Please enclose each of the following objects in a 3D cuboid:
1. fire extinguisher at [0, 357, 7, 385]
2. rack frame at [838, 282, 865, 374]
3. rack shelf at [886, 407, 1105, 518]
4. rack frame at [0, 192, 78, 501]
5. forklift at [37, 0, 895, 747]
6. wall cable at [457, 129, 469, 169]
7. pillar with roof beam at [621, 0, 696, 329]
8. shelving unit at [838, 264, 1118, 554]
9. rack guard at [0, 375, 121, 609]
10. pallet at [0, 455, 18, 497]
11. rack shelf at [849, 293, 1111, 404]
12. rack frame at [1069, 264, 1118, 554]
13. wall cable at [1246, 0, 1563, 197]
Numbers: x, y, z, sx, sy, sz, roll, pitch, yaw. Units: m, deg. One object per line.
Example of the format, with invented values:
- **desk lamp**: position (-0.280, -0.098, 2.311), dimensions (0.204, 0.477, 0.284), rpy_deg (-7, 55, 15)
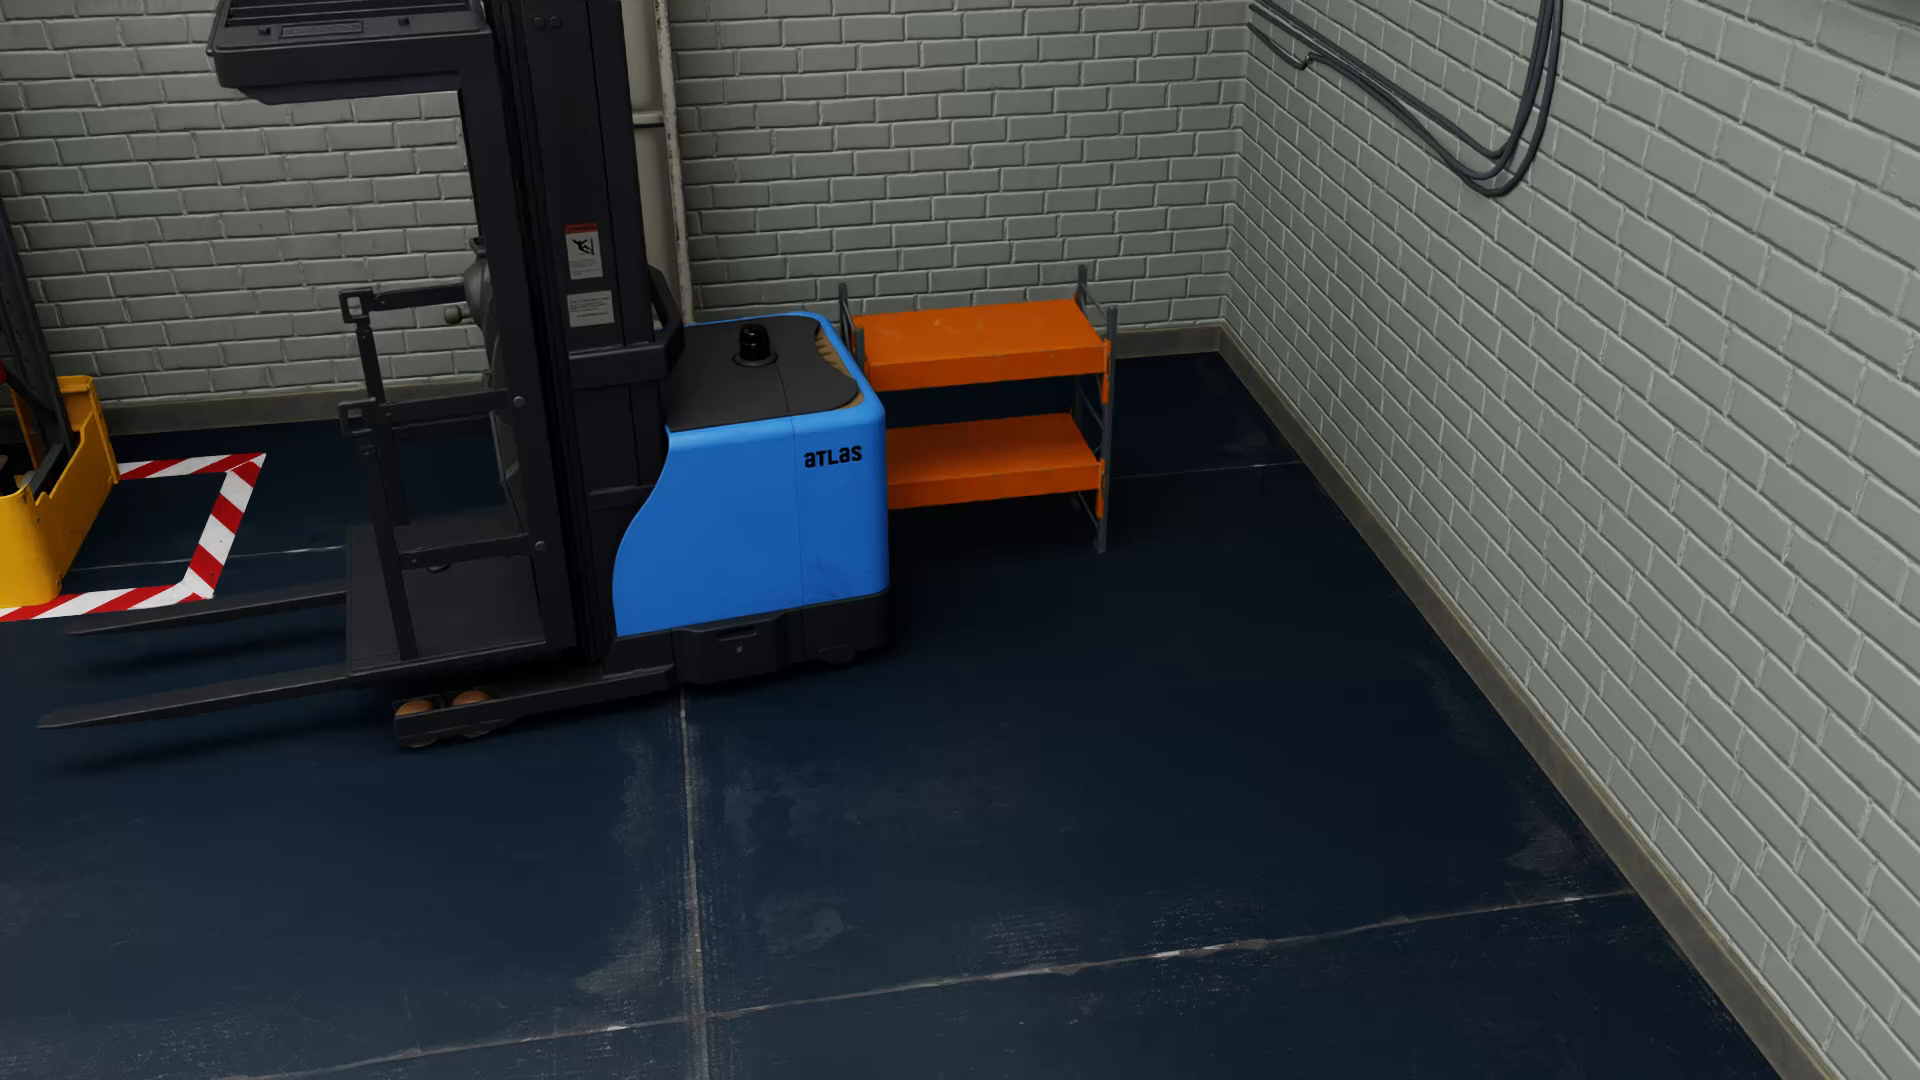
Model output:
- **fire extinguisher**: position (-3.776, -0.895, 6.257), dimensions (0.183, 0.674, 0.296), rpy_deg (-5, 31, -9)
- **rack frame**: position (-0.434, -0.448, 6.902), dimensions (0.032, 1.125, 0.500), rpy_deg (-6, 31, -10)
- **rack shelf**: position (0.064, -0.289, 7.115), dimensions (1.000, 0.278, 0.538), rpy_deg (-6, 31, -10)
- **rack frame**: position (-4.008, -1.305, 6.511), dimensions (0.127, 3.000, 1.000), rpy_deg (-5, 31, -9)
- **forklift**: position (-1.830, -0.820, 5.752), dimensions (3.031, 2.935, 1.130), rpy_deg (-9, 32, -15)
- **wall cable**: position (-2.918, -2.332, 7.254), dimensions (1.851, 1.984, 0.084), rpy_deg (-5, 31, -9)
- **pillar with roof beam**: position (-0.732, -2.423, 2.493), dimensions (0.400, 9.000, 9.100), rpy_deg (-5, 31, -9)
- **shelving unit**: position (0.064, -0.500, 6.991), dimensions (1.048, 1.125, 0.538), rpy_deg (-6, 31, -10)
- **rack guard**: position (-3.984, -0.230, 7.148), dimensions (0.348, 0.500, 1.175), rpy_deg (-5, 31, -9)
- **pallet**: position (-4.780, 0.009, 7.027), dimensions (1.213, 0.211, 1.003), rpy_deg (-5, 31, -9)
- **rack shelf**: position (0.064, -0.752, 6.842), dimensions (1.000, 0.278, 0.538), rpy_deg (-6, 31, -10)
- **rack frame**: position (0.561, -0.552, 7.079), dimensions (0.032, 1.125, 0.500), rpy_deg (-6, 31, -10)
- **wall cable**: position (1.620, -2.891, 6.352), dimensions (0.112, 2.526, 3.097), rpy_deg (-5, 31, -9)
